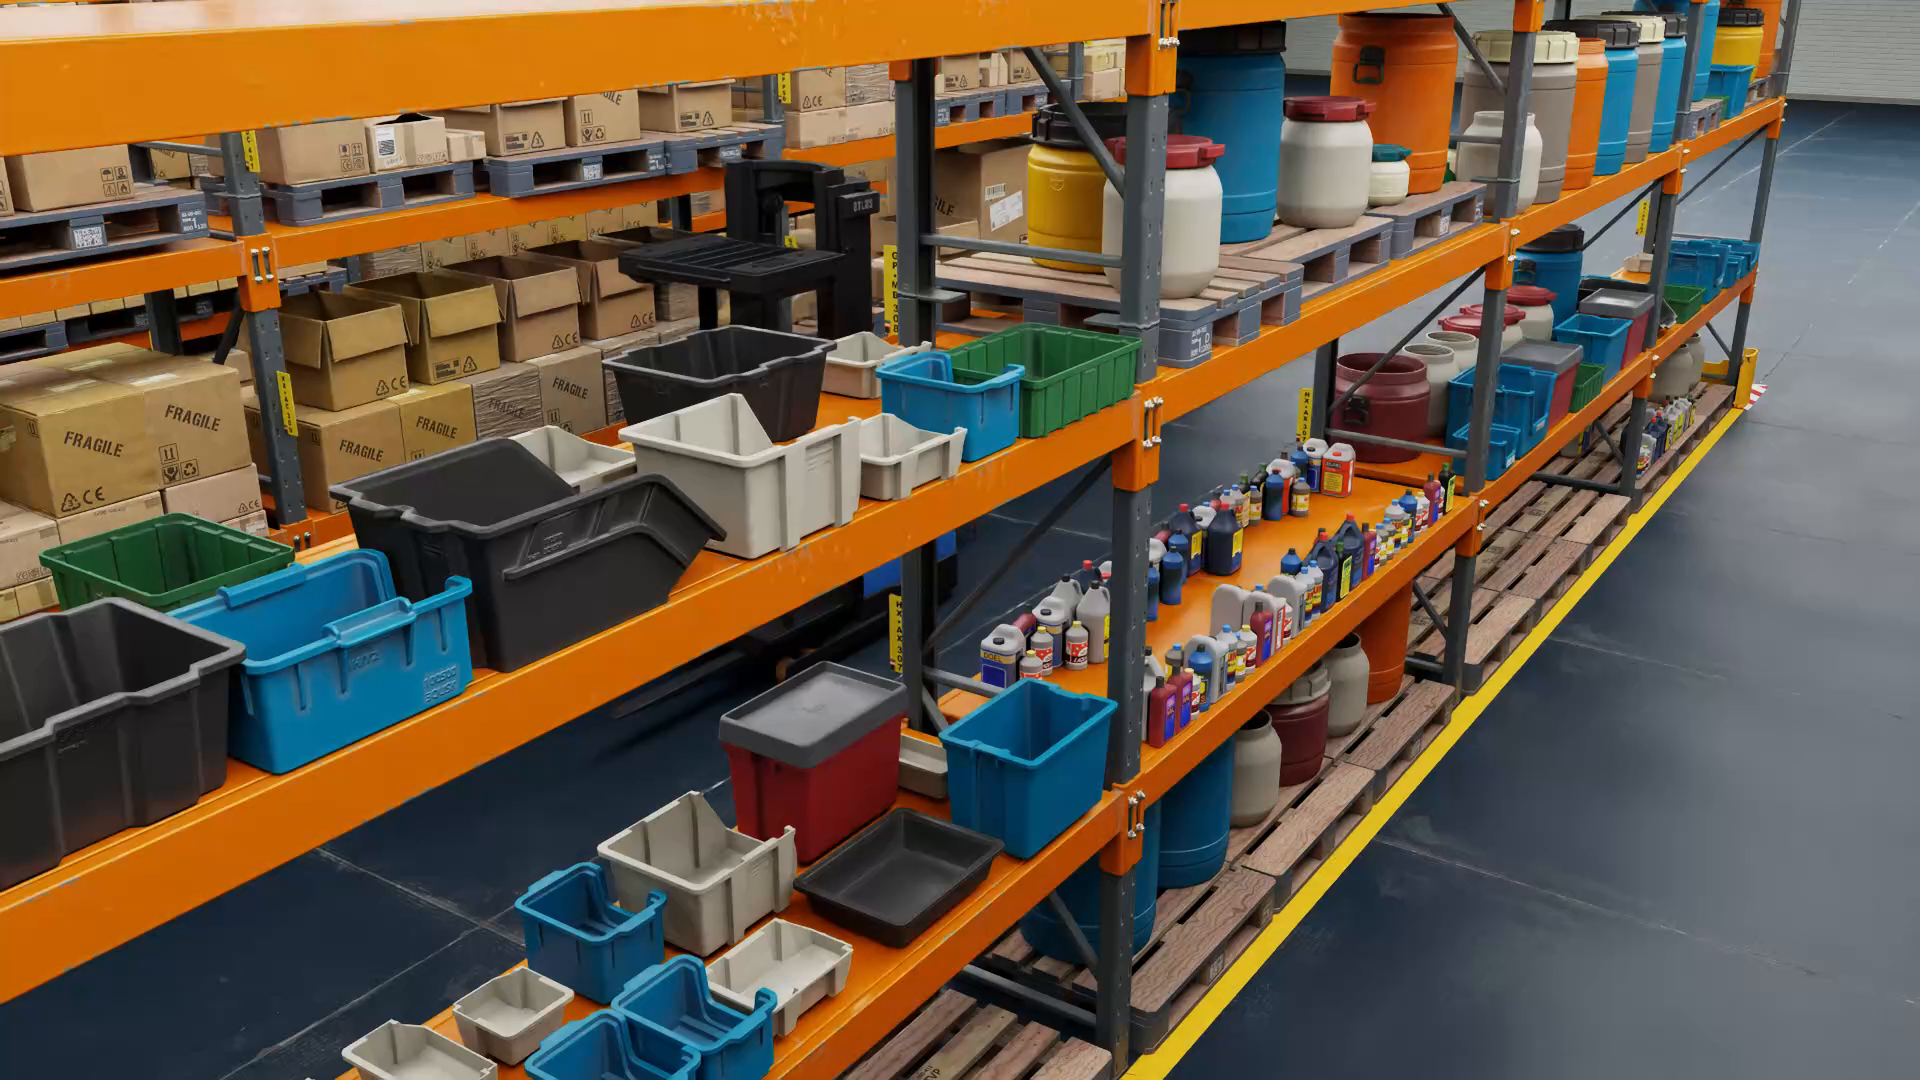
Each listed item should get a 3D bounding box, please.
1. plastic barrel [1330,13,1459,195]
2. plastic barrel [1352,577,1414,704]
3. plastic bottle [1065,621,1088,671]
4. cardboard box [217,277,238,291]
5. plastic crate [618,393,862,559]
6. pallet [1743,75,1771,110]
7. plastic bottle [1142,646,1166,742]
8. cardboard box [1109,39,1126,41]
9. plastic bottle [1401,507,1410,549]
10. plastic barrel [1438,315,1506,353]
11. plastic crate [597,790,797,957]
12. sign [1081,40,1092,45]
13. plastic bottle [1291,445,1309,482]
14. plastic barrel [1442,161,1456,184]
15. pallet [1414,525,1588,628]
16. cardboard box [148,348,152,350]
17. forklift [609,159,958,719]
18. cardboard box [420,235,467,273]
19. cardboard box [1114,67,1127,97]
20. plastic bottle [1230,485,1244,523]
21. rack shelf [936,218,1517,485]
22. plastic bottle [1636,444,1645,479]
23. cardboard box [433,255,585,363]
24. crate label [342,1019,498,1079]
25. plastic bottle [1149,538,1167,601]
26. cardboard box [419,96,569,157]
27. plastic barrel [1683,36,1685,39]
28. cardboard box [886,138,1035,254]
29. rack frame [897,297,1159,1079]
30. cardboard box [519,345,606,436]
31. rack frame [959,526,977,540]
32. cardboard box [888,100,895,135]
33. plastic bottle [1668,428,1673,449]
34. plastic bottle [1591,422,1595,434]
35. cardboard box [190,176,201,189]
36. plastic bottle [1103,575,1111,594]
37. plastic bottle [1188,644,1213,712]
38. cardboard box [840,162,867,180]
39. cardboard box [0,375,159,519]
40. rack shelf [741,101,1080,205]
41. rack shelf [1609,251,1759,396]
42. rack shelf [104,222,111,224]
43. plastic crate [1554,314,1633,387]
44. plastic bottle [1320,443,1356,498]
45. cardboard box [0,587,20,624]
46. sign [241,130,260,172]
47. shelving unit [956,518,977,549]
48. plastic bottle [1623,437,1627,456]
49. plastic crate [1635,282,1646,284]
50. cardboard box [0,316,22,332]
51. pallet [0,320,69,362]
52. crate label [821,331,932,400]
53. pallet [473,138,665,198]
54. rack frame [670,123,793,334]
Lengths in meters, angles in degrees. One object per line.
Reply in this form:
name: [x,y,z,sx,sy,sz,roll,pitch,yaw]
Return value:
plastic barrel: [2.146,-2.180,8.287,0.600,0.830,0.708,13,24,32]
plastic barrel: [2.207,0.427,9.309,0.600,0.830,0.708,13,24,32]
plastic bottle: [0.493,0.442,7.034,0.097,0.201,0.097,0,20,0]
cardboard box: [-5.999,-2.132,13.461,0.380,0.149,0.250,13,24,31]
plastic crate: [-0.528,-0.169,4.245,0.437,0.282,0.530,13,24,32]
pallet: [6.419,-3.933,14.521,1.003,0.211,1.213,13,24,32]
plastic bottle: [0.708,0.584,6.433,0.144,0.351,0.185,13,24,32]
cardboard box: [1.662,-4.841,16.346,0.380,0.149,0.250,13,24,31]
plastic bottle: [2.219,-0.065,8.404,0.097,0.201,0.097,0,20,0]
plastic barrel: [3.342,-1.182,10.942,0.433,0.535,0.433,0,20,0]
plastic crate: [-0.791,1.040,5.214,0.437,0.282,0.530,13,24,32]
sign: [1.081,-4.378,14.140,0.100,0.325,0.005,13,24,32]
plastic bottle: [1.869,-0.388,9.175,0.097,0.271,0.097,0,20,0]
plastic barrel: [2.564,-1.952,9.119,0.294,0.245,0.294,0,20,0]
pallet: [3.622,0.207,11.400,1.003,0.211,1.213,13,24,32]
cardboard box: [-6.835,-1.440,13.752,0.500,0.250,0.500,13,24,32]
forklift: [-1.270,-0.696,9.923,1.130,2.935,3.031,14,24,32]
cardboard box: [-4.915,-2.769,15.283,0.500,0.500,0.500,13,24,31]
cardboard box: [1.378,-4.219,15.241,0.500,0.250,0.500,13,24,31]
plastic bottle: [1.405,-0.151,8.534,0.097,0.271,0.097,0,20,0]
rack shelf: [1.344,-1.033,7.447,1.077,0.370,4.000,13,24,32]
plastic bottle: [5.258,-0.618,12.909,0.097,0.271,0.097,0,20,0]
cardboard box: [-2.793,-1.434,10.227,0.797,0.503,0.637,14,25,34]
crate label: [-1.409,1.419,4.398,0.396,0.136,0.243,13,24,32]
plastic bottle: [0.868,0.138,7.748,0.152,0.276,0.135,13,24,32]
cardboard box: [-2.759,-2.565,9.798,0.797,0.503,0.637,13,24,31]
plastic barrel: [5.121,-3.426,12.114,0.421,0.512,0.421,0,20,0]
cardboard box: [0.058,-2.929,14.388,1.000,1.000,1.000,13,24,32]
rack frame: [0.219,0.610,6.291,1.000,3.000,0.127,13,24,32]
cardboard box: [-2.562,-0.923,10.292,0.500,0.500,0.500,14,24,33]
rack frame: [0.038,-0.512,12.136,0.200,1.050,0.008,13,24,32]
cardboard box: [-0.584,-3.222,12.543,0.500,0.250,0.500,14,24,33]
plastic bottle: [5.798,-0.860,13.667,0.097,0.201,0.097,0,20,0]
plastic bottle: [5.313,-1.031,14.011,0.061,0.283,0.133,13,24,32]
cardboard box: [-8.539,-4.026,18.583,0.380,0.149,0.250,14,25,33]
plastic bottle: [0.689,0.281,7.252,0.144,0.351,0.185,13,24,32]
plastic bottle: [0.958,0.546,6.651,0.097,0.271,0.097,0,20,0]
cardboard box: [-1.639,-4.588,20.128,0.875,0.550,0.550,13,24,32]
cardboard box: [-4.199,-0.449,7.863,0.500,0.500,0.500,14,24,32]
rack shelf: [-0.504,-3.146,13.161,1.077,0.370,4.000,13,24,32]
rack shelf: [5.841,-1.921,14.173,1.077,0.370,4.000,13,24,32]
rack shelf: [-8.700,-3.672,18.906,1.077,0.370,4.000,13,24,32]
plastic crate: [4.354,-1.300,11.480,0.392,0.384,0.575,13,24,32]
plastic bottle: [2.083,-0.388,9.170,0.152,0.276,0.135,13,24,32]
cardboard box: [-4.500,0.282,7.540,0.380,0.149,0.250,13,24,31]
sign: [-3.417,-1.934,7.987,0.100,0.325,0.005,13,24,32]
shelving unit: [-0.030,-0.477,12.041,0.215,1.050,0.252,13,24,32]
plastic bottle: [5.329,-0.742,13.228,0.061,0.283,0.133,13,24,32]
plastic crate: [5.420,-2.077,13.935,0.530,0.136,0.437,13,24,32]
cardboard box: [-7.026,-1.606,12.040,0.380,0.149,0.250,13,24,32]
pallet: [-7.372,-1.453,12.145,1.003,0.211,1.213,13,24,32]
crate label: [-0.295,-0.589,5.589,0.293,0.136,0.466,13,24,32]
pallet: [-2.573,-2.305,10.121,1.003,0.211,1.213,15,25,34]
rack frame: [-1.628,-1.503,12.005,1.000,3.000,0.127,13,24,32]
